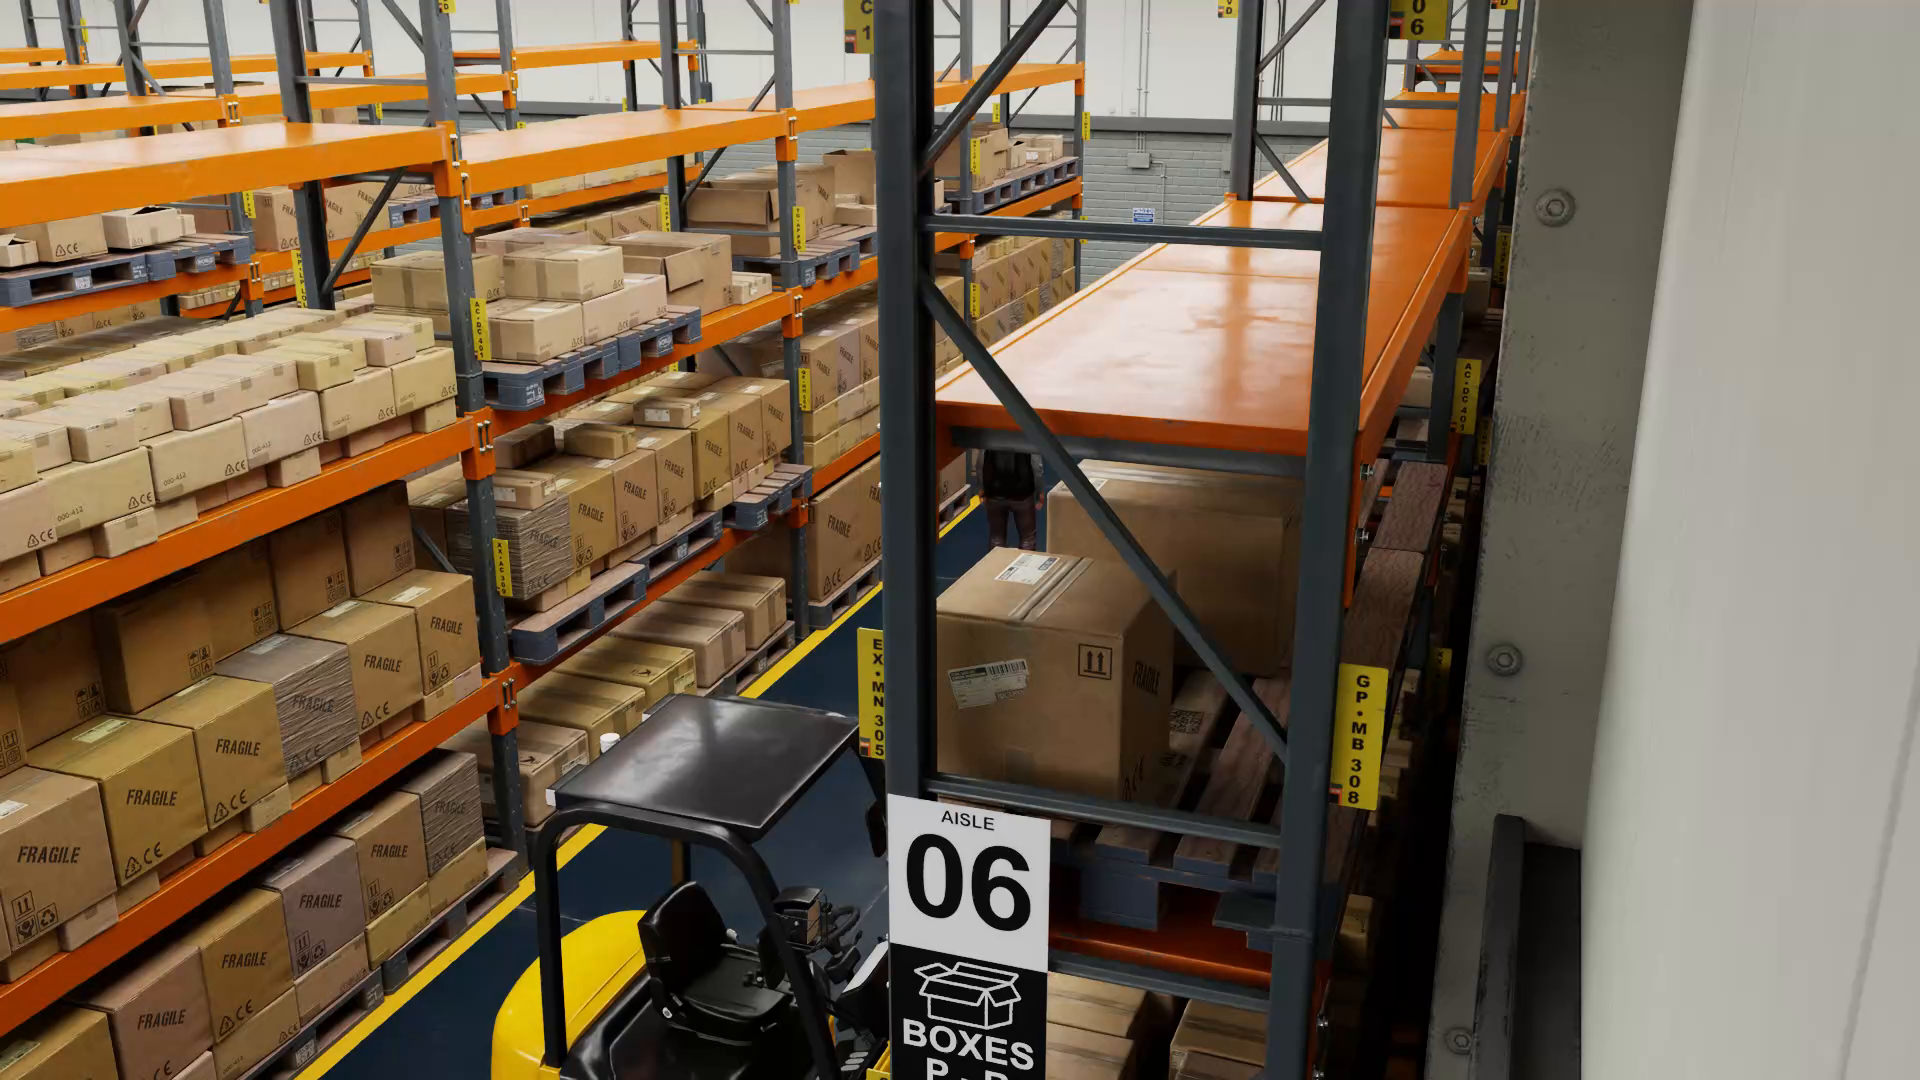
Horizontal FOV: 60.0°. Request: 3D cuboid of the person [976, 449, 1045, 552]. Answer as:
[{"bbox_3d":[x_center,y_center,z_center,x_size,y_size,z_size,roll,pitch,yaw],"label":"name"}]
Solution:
[{"bbox_3d":[0.422,-0.381,14.116,0.591,1.722,0.410,5,19,16],"label":"person"}]
